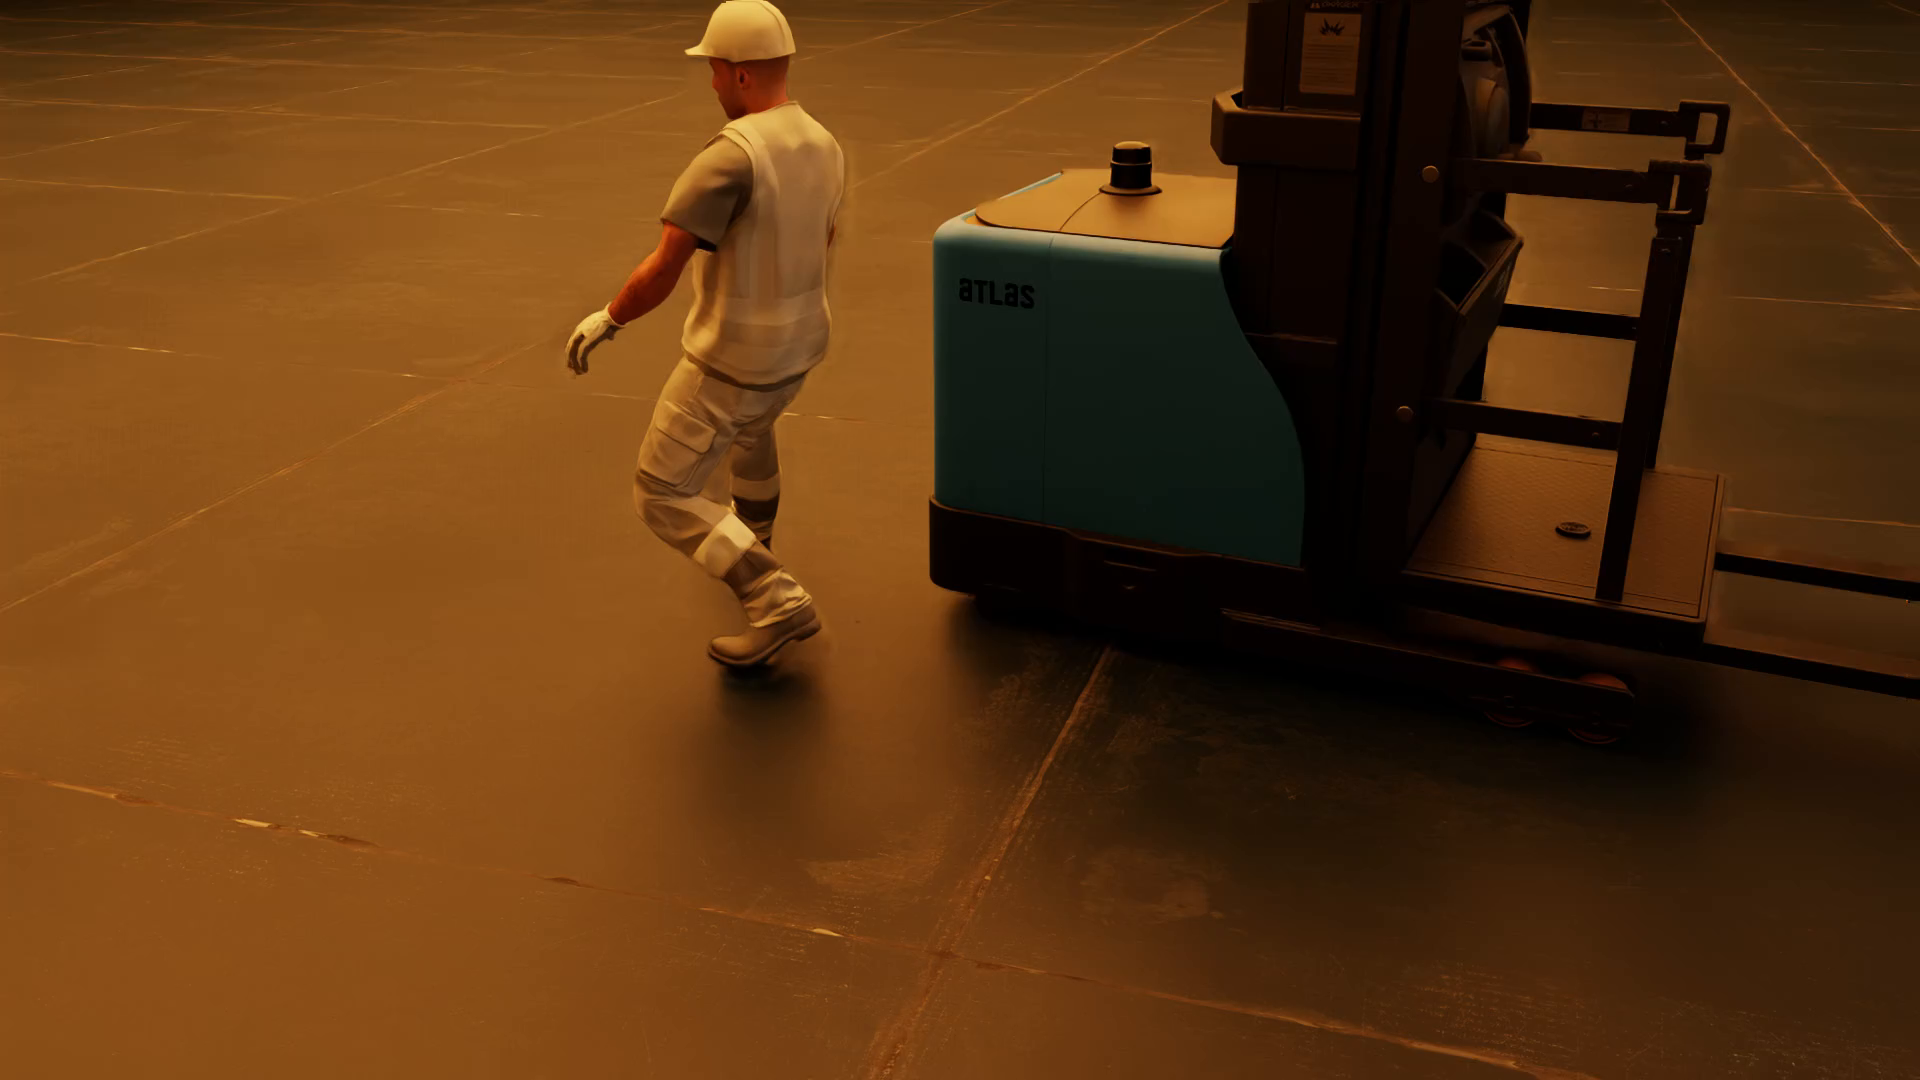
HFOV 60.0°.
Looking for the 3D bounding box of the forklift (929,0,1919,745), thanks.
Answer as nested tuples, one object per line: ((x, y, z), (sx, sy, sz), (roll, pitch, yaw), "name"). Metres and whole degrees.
((1.473, -1.101, 3.947), (3.031, 2.935, 1.130), (10, 25, 23), "forklift")

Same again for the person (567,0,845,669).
((-0.654, -0.572, 4.372), (0.883, 1.644, 0.908), (13, 26, 29), "person")
